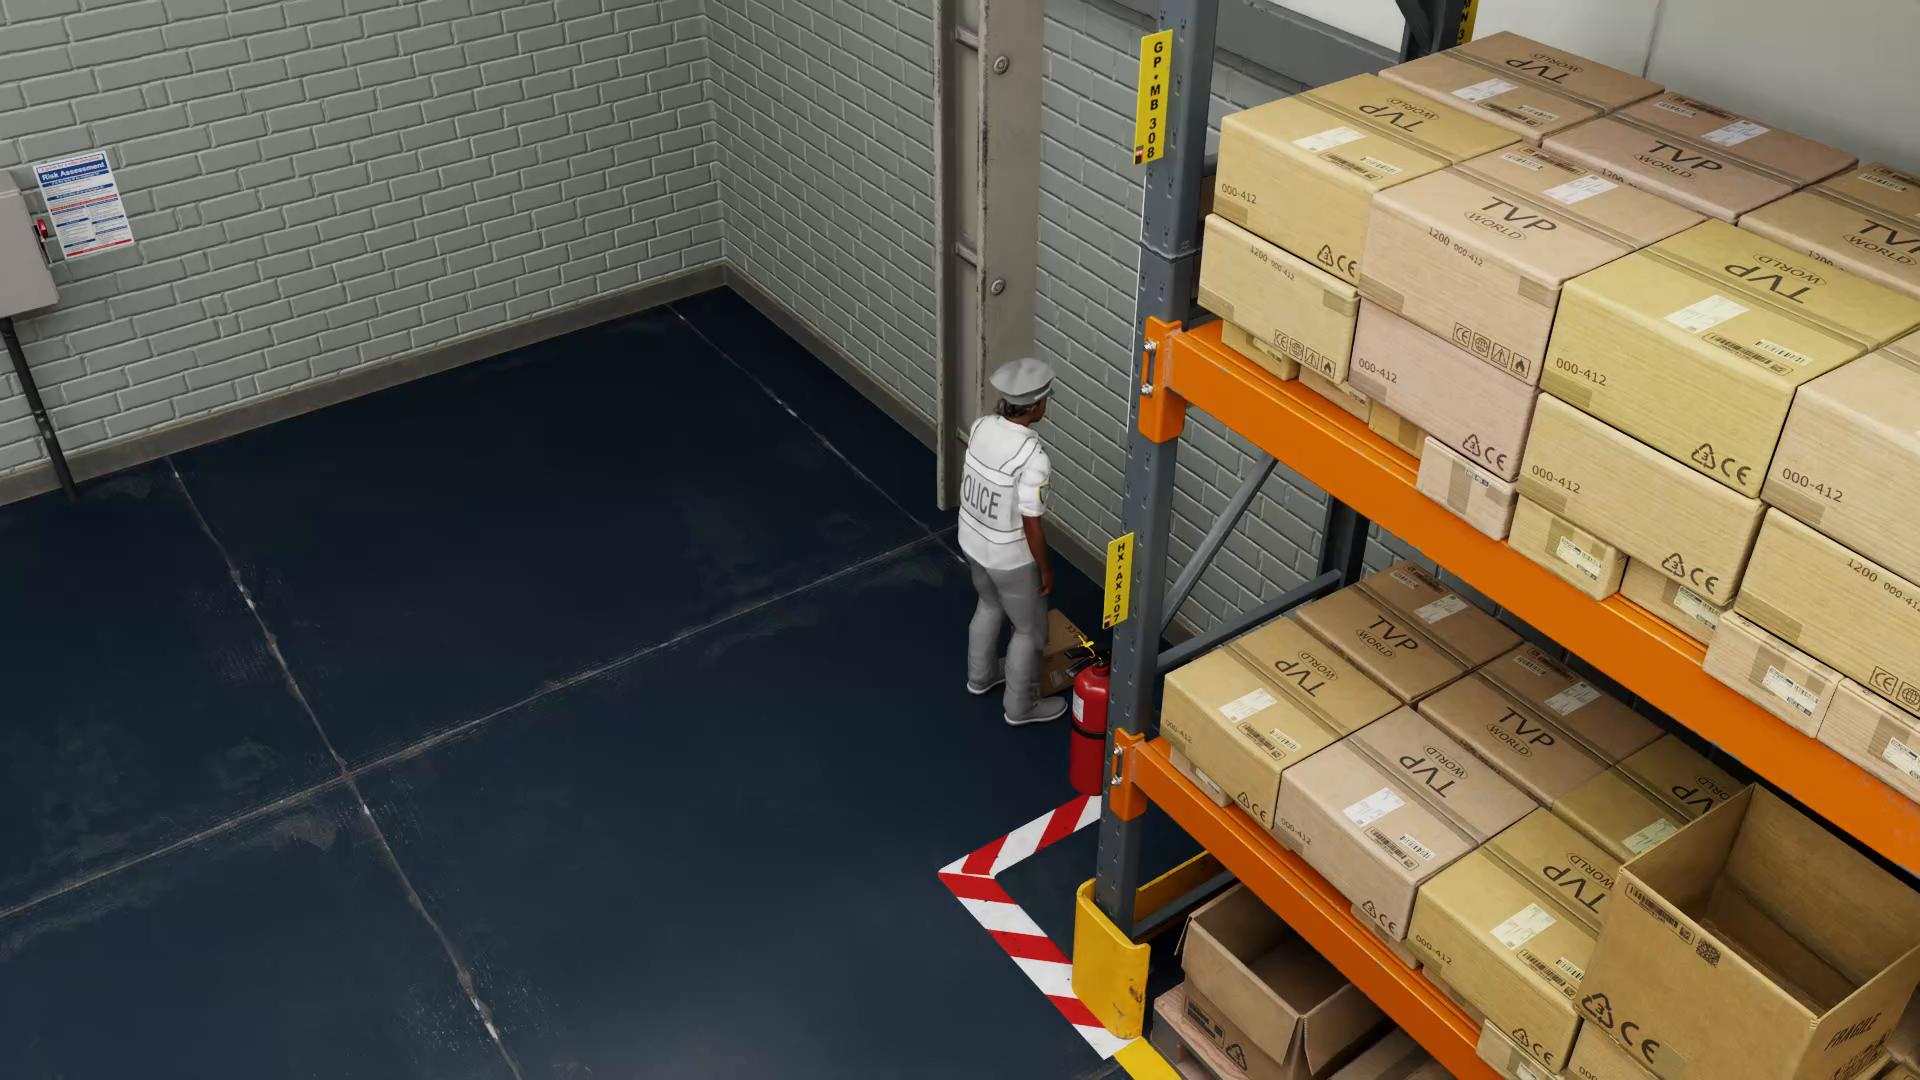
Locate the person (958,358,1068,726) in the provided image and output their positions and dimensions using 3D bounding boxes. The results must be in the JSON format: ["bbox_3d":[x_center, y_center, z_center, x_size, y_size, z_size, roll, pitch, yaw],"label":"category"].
[{"bbox_3d":[0.215,0.032,6.958,0.396,1.658,0.509,-23,42,-28],"label":"person"}]
